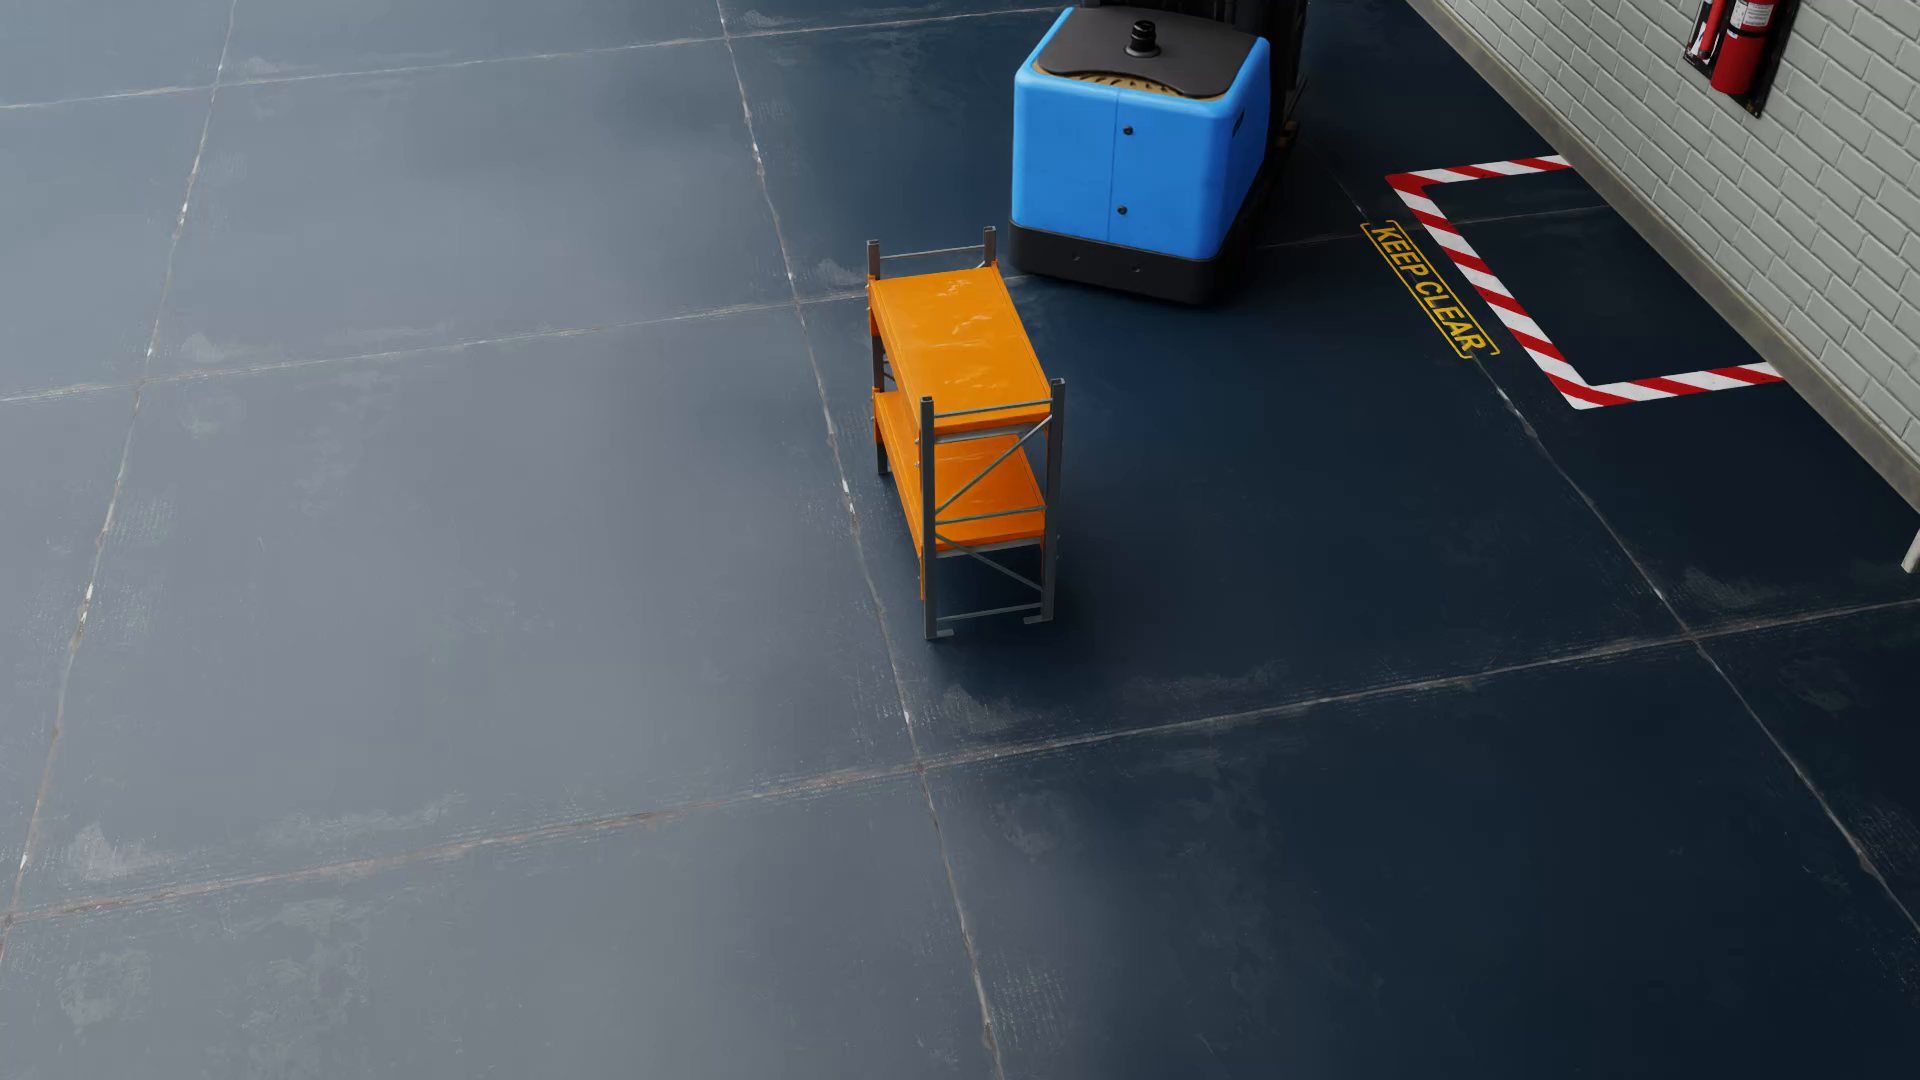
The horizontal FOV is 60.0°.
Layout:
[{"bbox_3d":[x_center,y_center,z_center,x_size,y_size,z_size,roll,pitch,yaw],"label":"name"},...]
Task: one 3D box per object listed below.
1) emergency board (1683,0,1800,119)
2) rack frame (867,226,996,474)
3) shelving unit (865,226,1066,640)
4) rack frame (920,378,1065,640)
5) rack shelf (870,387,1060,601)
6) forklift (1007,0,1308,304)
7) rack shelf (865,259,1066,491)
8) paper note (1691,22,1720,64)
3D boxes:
[{"bbox_3d":[3.451,-2.526,7.336,0.194,1.169,0.643,-8,42,-9],"label":"emergency board"},{"bbox_3d":[-0.108,-0.746,6.743,0.500,1.125,0.032,-8,42,-9],"label":"rack frame"},{"bbox_3d":[0.001,-0.416,6.372,0.538,1.125,1.048,-8,42,-9],"label":"shelving unit"},{"bbox_3d":[0.111,-0.087,6.000,0.500,1.125,0.032,-8,42,-9],"label":"rack frame"},{"bbox_3d":[0.001,-0.233,6.534,0.538,0.278,1.000,-8,42,-9],"label":"rack shelf"},{"bbox_3d":[1.228,-3.205,8.153,1.130,2.935,3.031,14,43,15],"label":"forklift"},{"bbox_3d":[0.001,-0.635,6.177,0.538,0.278,1.000,-8,42,-9],"label":"rack shelf"},{"bbox_3d":[3.481,-2.321,7.769,0.016,0.148,0.142,-8,42,-9],"label":"paper note"}]
